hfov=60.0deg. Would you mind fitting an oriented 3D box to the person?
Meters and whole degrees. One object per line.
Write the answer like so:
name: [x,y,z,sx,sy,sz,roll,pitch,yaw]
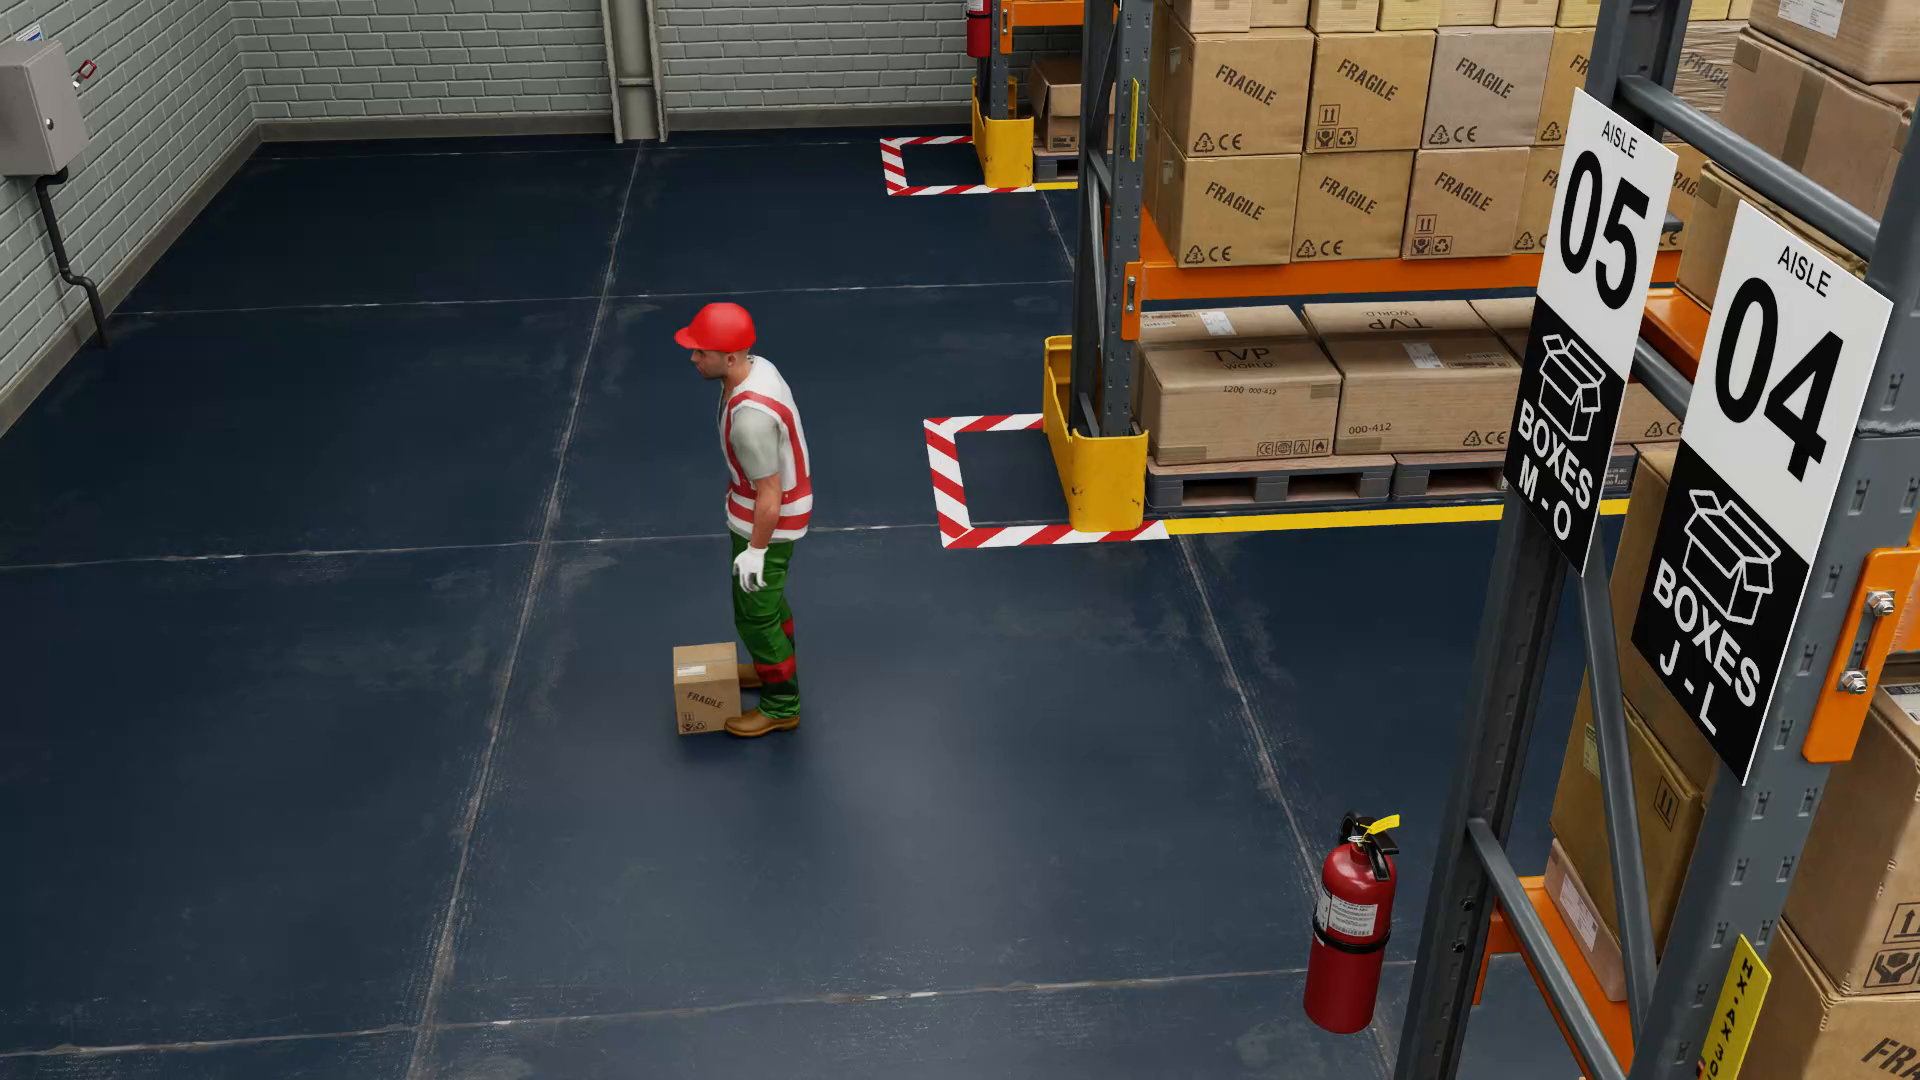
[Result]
person: [-0.777,-0.070,6.234,0.447,1.780,0.620,-4,31,-7]
